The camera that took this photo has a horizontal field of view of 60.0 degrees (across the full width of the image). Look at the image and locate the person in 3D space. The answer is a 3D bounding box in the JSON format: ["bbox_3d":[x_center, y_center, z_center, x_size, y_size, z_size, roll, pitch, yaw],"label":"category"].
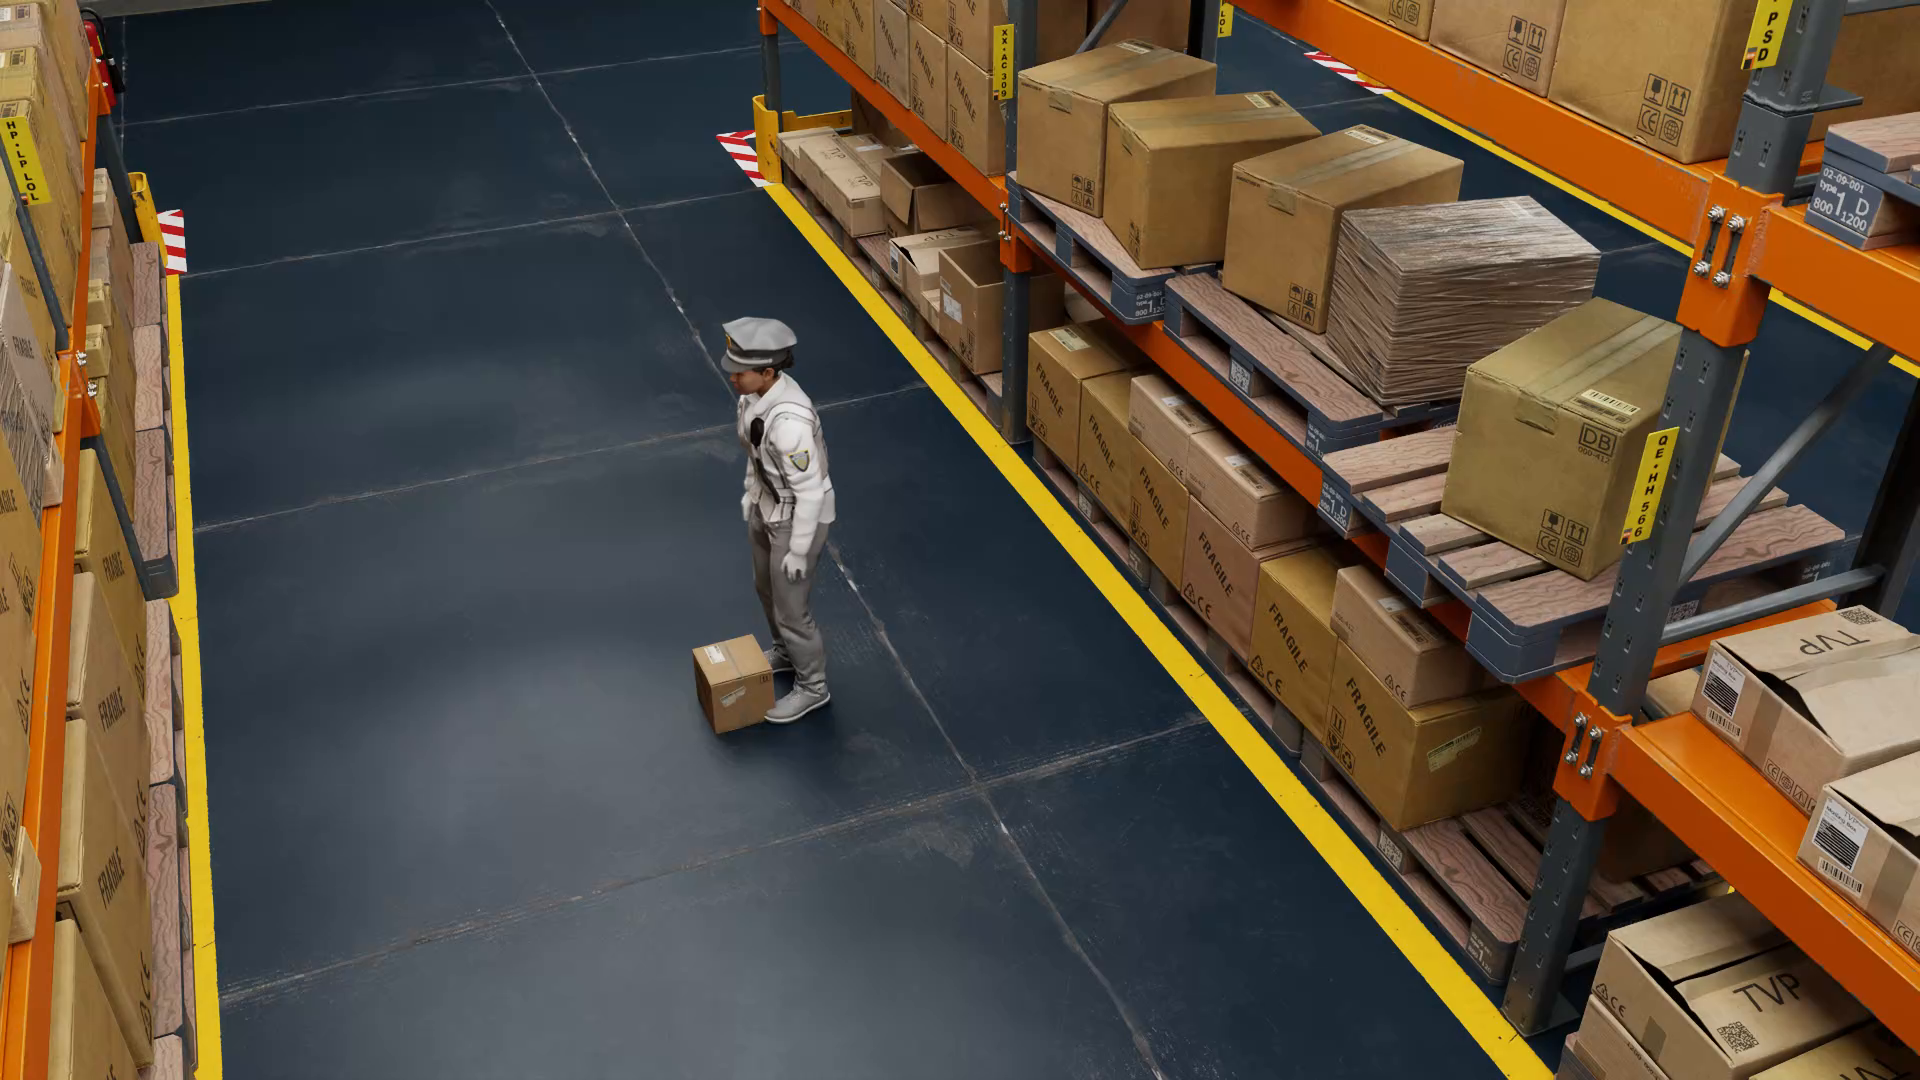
[{"bbox_3d":[-0.671,-0.071,6.244,0.374,1.664,0.541,-14,36,-20],"label":"person"}]
